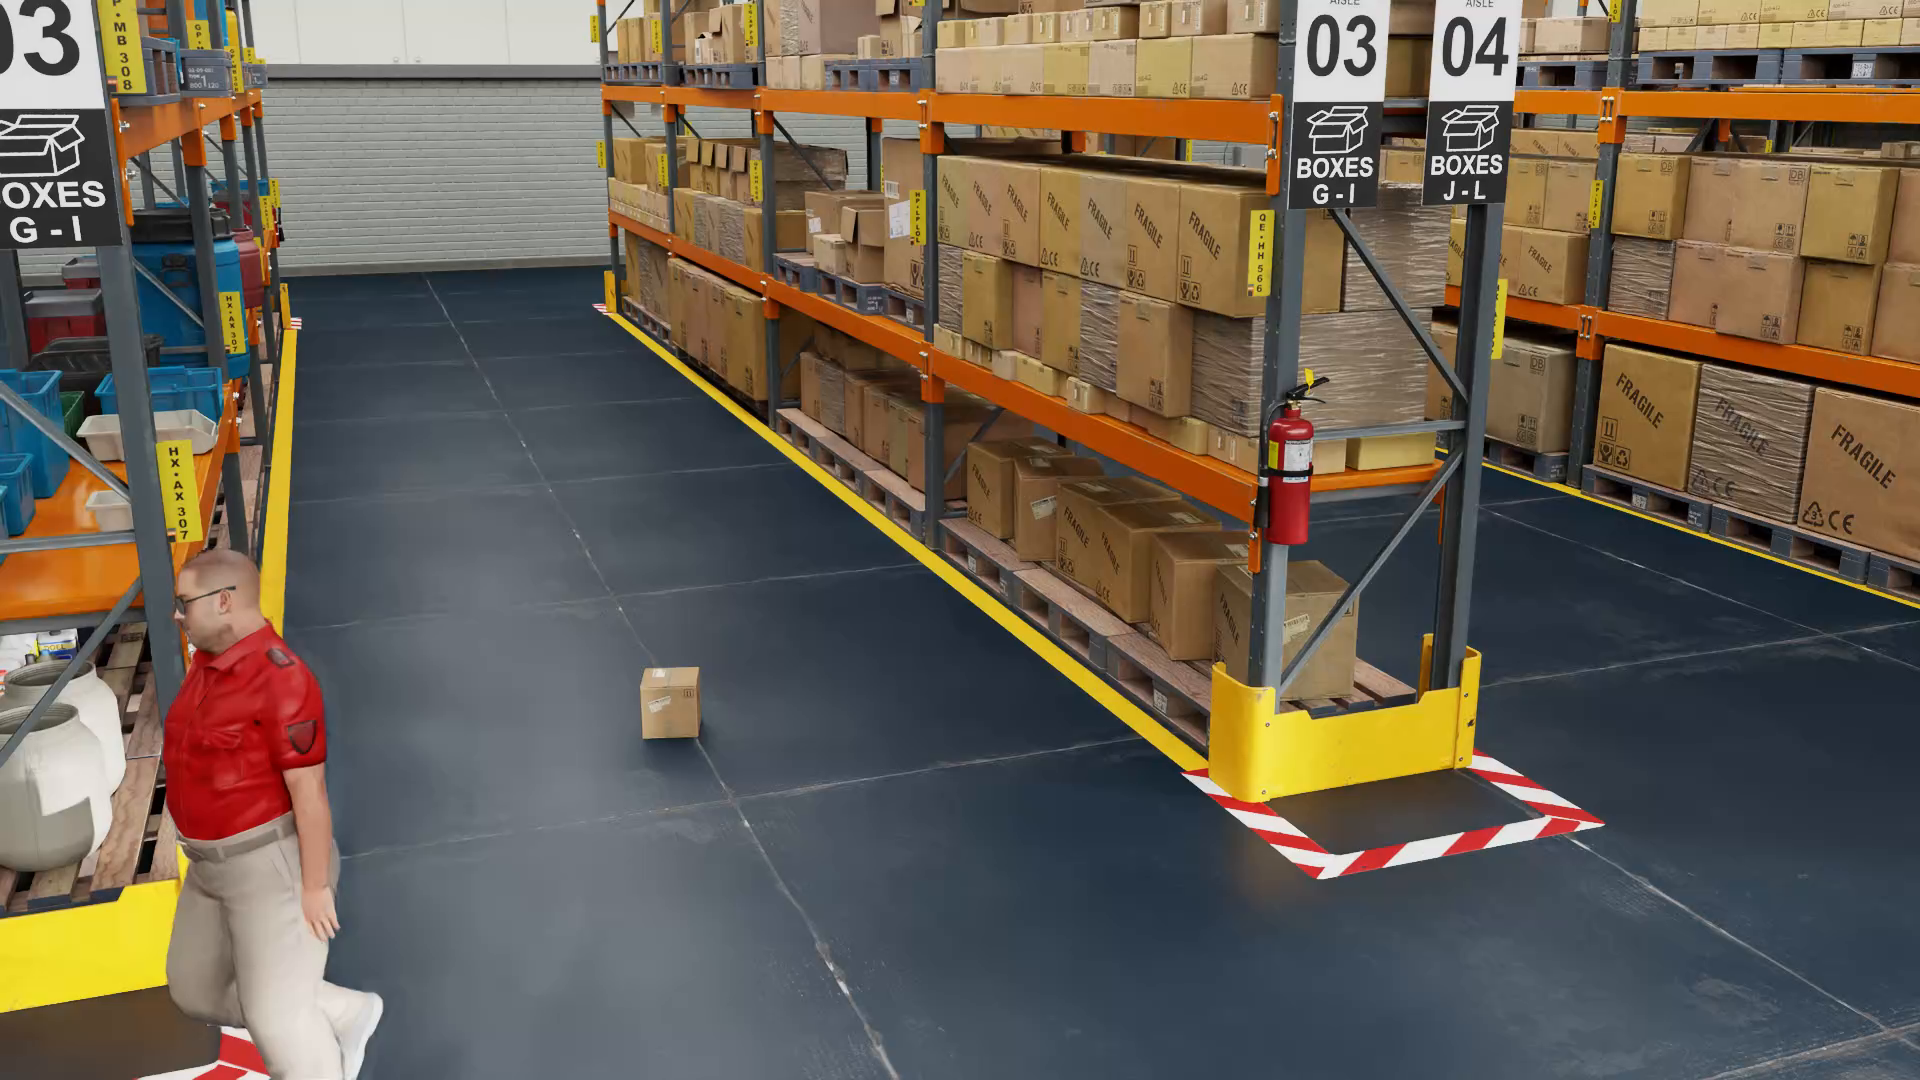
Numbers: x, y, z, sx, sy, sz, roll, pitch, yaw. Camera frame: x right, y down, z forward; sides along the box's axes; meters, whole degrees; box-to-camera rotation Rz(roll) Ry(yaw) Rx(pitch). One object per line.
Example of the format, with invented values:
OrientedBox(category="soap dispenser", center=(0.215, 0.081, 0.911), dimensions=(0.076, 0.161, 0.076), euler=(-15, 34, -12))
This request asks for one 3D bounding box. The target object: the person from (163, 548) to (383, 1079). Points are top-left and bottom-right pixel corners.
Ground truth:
OrientedBox(category="person", center=(-1.830, 0.853, 4.424), dimensions=(0.549, 1.705, 0.582), euler=(13, 20, 39))
